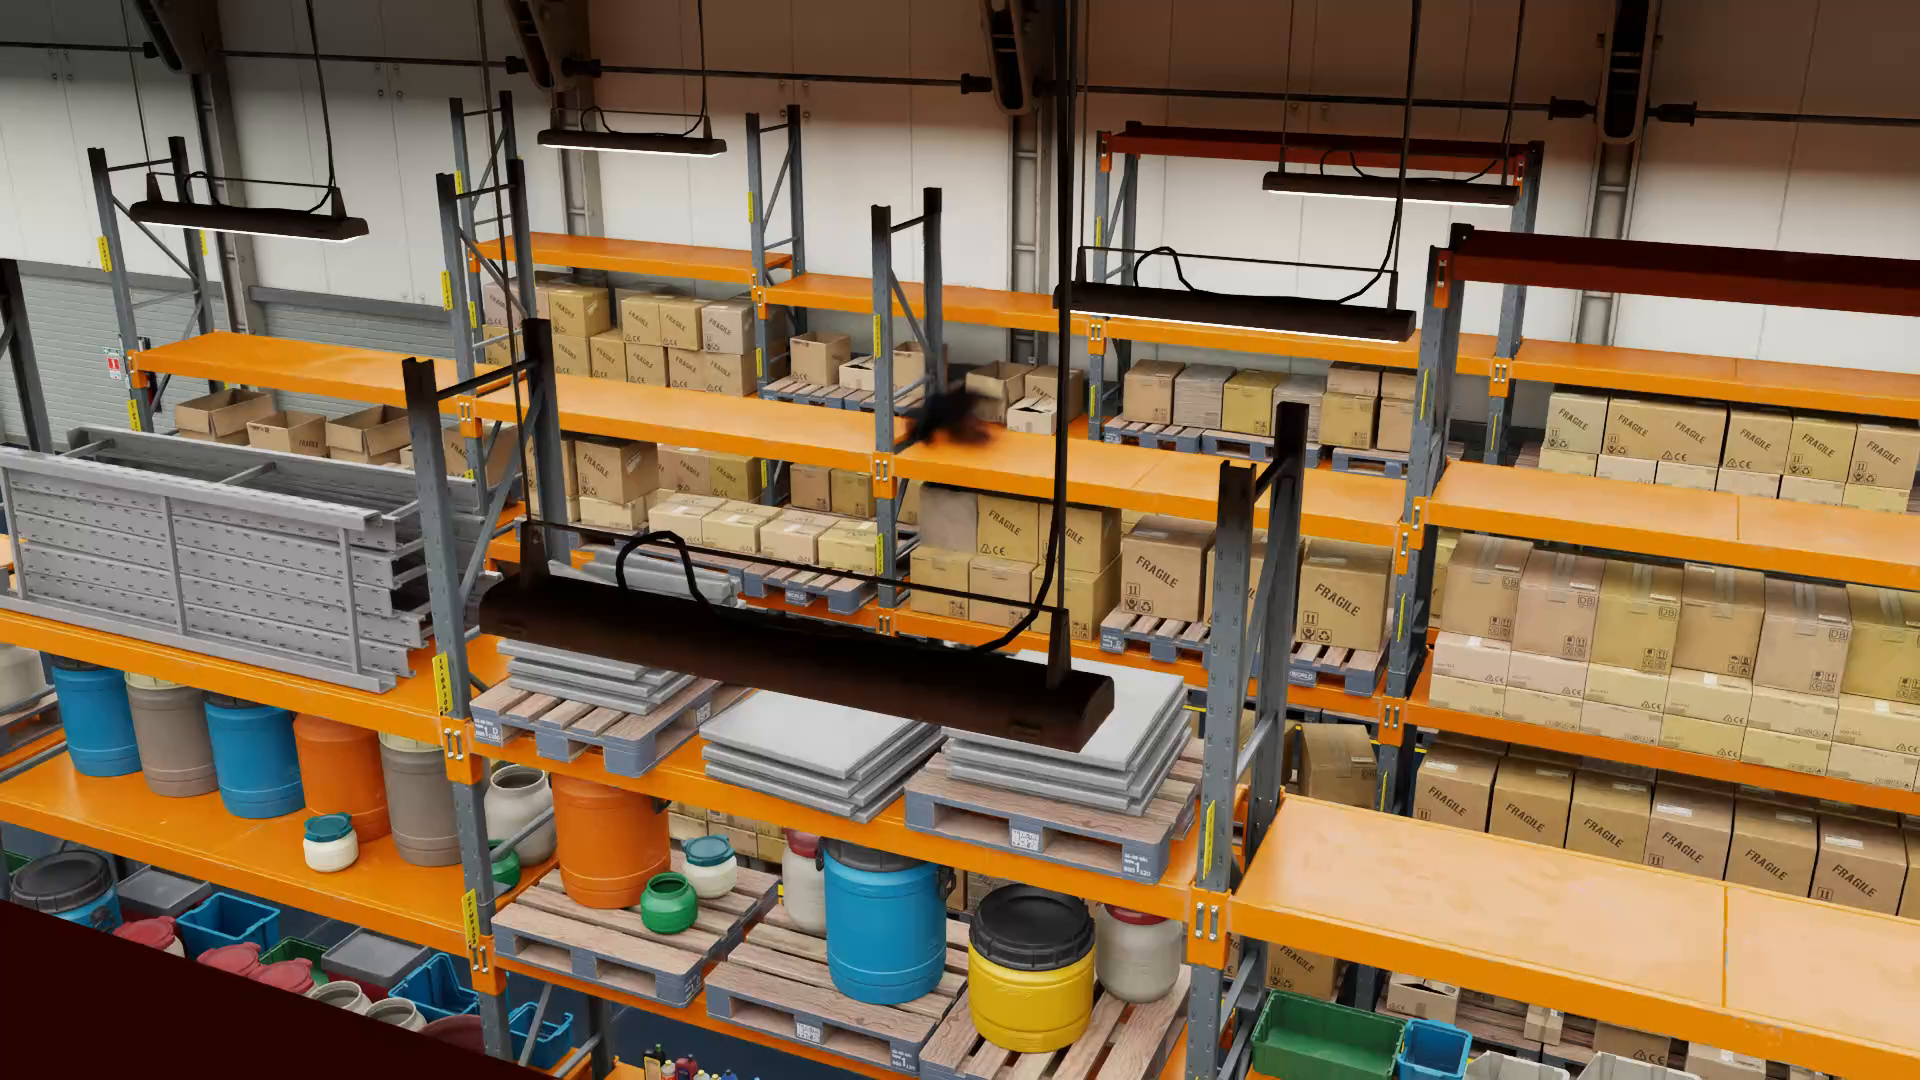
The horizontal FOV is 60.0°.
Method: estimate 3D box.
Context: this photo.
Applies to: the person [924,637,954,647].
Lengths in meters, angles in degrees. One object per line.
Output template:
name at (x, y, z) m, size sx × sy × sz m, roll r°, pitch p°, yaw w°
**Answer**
person at (-0.262, 1.037, 16.788) m, size 0.468 × 1.658 × 0.630 m, roll 7°, pitch 22°, yaw 17°
